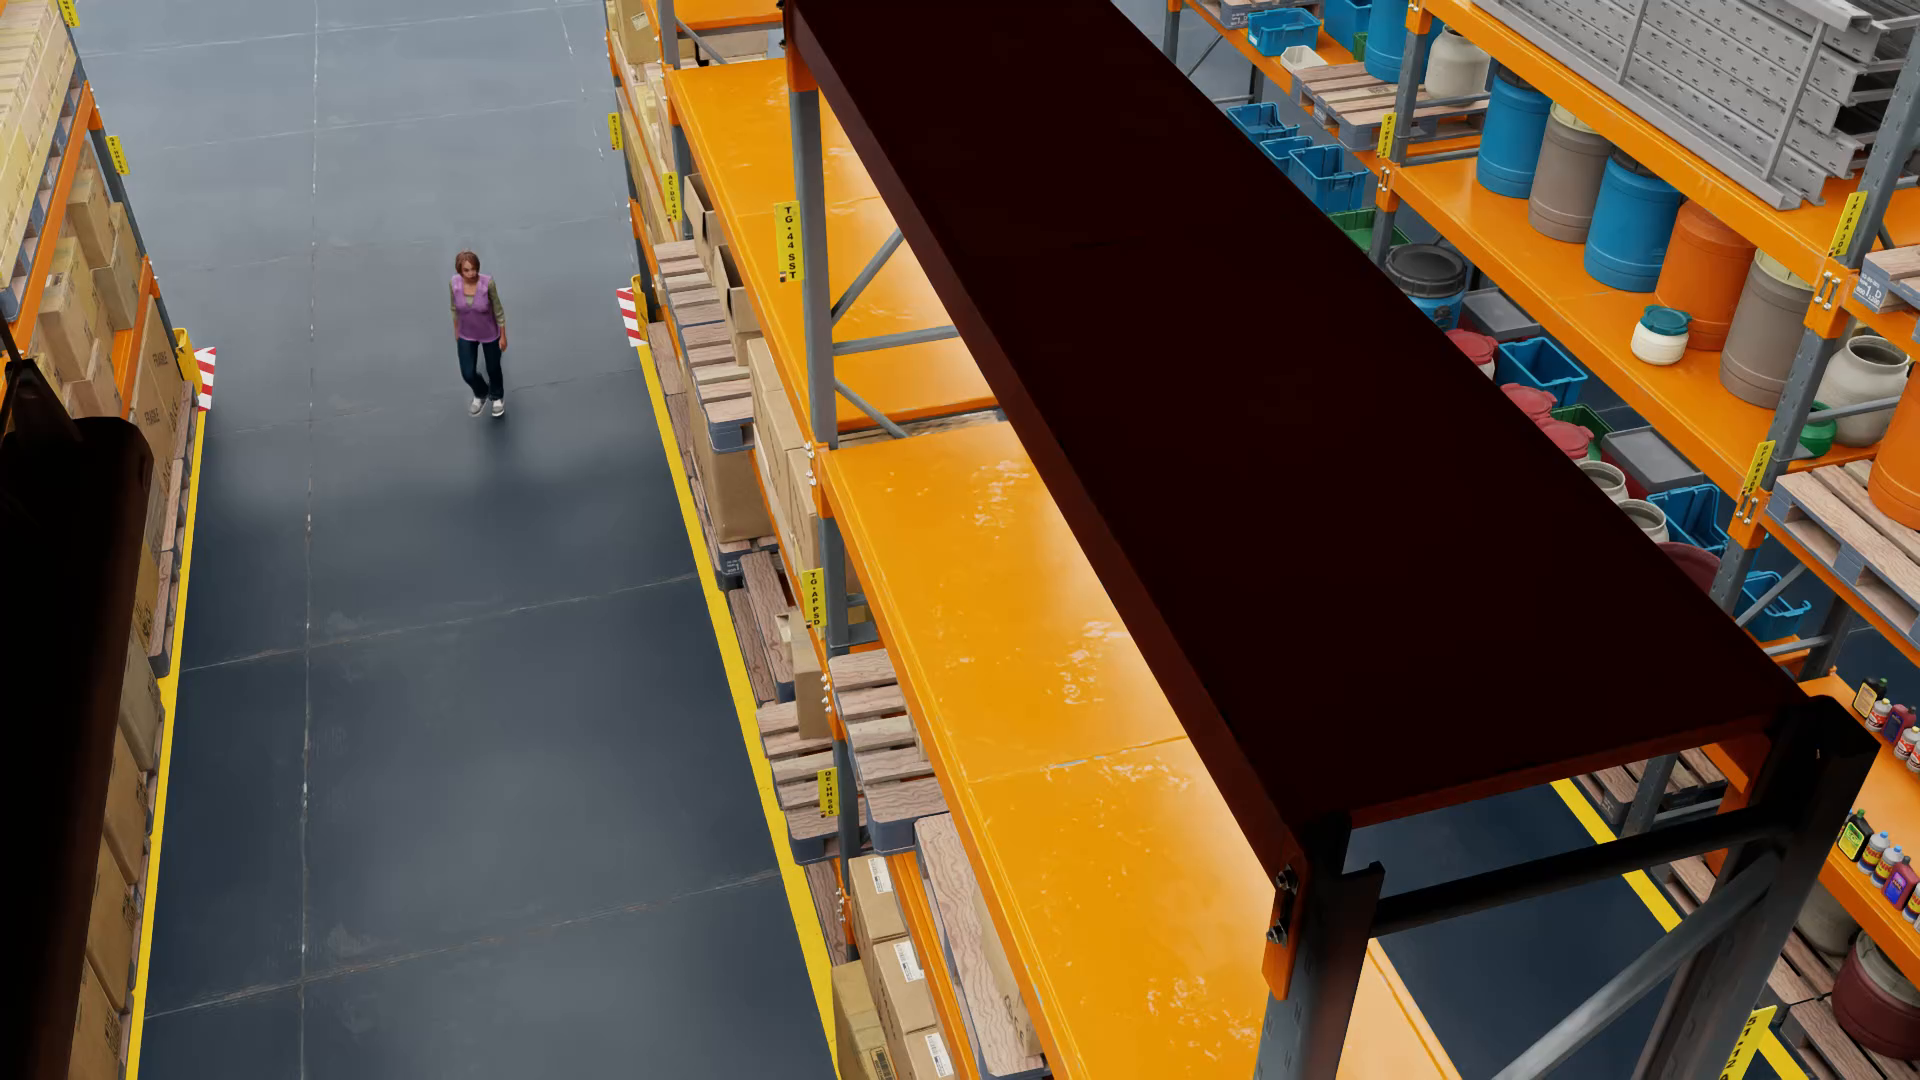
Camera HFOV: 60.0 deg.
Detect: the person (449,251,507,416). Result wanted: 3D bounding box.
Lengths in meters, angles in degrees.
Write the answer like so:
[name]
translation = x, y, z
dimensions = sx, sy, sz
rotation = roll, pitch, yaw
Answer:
[person]
translation = -3.933, -1.687, 13.658
dimensions = 0.448, 1.584, 0.468
rotation = -4, 39, -5
